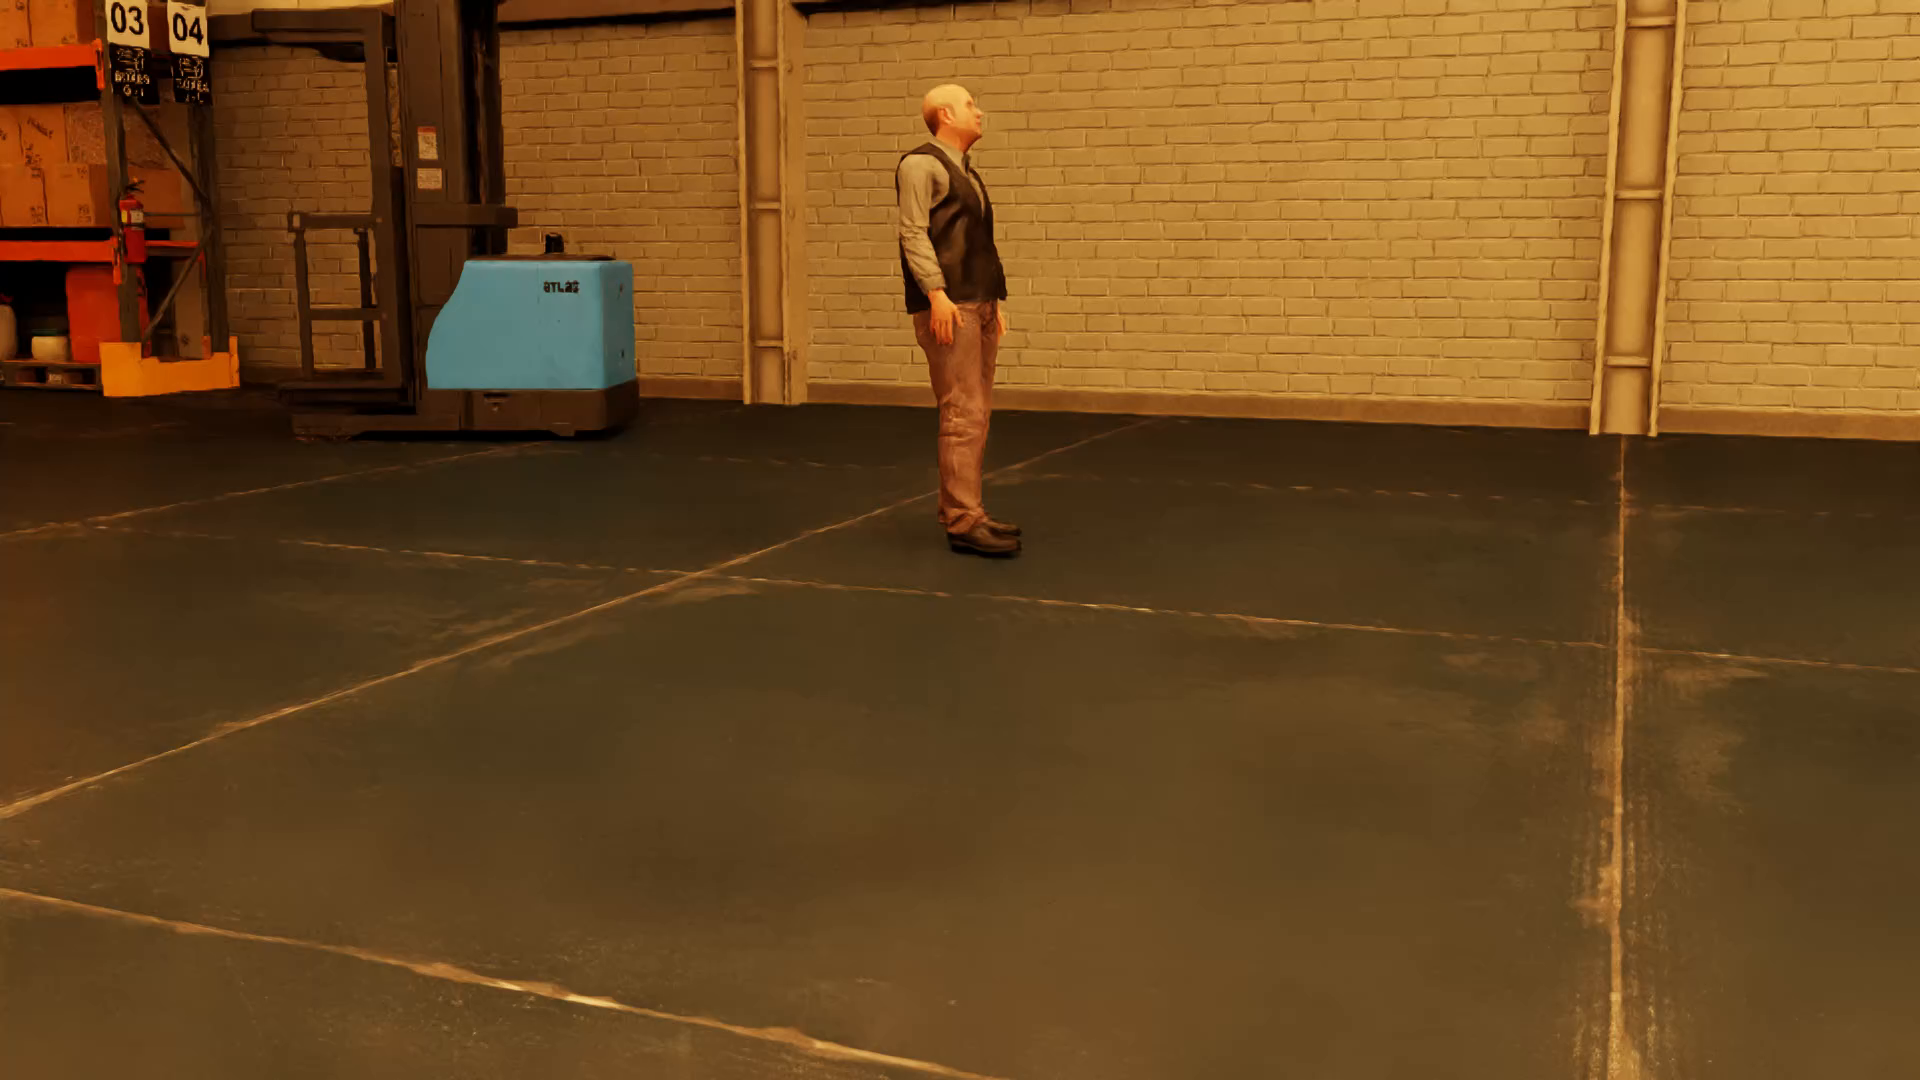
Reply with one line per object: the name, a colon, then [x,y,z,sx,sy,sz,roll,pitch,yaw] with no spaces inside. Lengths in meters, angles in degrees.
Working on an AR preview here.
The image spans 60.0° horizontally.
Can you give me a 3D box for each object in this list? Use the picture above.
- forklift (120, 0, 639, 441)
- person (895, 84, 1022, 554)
forklift: [-3.622,-2.126,10.257,3.031,2.935,1.130,0,10,2]
person: [0.055,-0.851,6.310,0.567,1.720,0.632,4,10,21]
